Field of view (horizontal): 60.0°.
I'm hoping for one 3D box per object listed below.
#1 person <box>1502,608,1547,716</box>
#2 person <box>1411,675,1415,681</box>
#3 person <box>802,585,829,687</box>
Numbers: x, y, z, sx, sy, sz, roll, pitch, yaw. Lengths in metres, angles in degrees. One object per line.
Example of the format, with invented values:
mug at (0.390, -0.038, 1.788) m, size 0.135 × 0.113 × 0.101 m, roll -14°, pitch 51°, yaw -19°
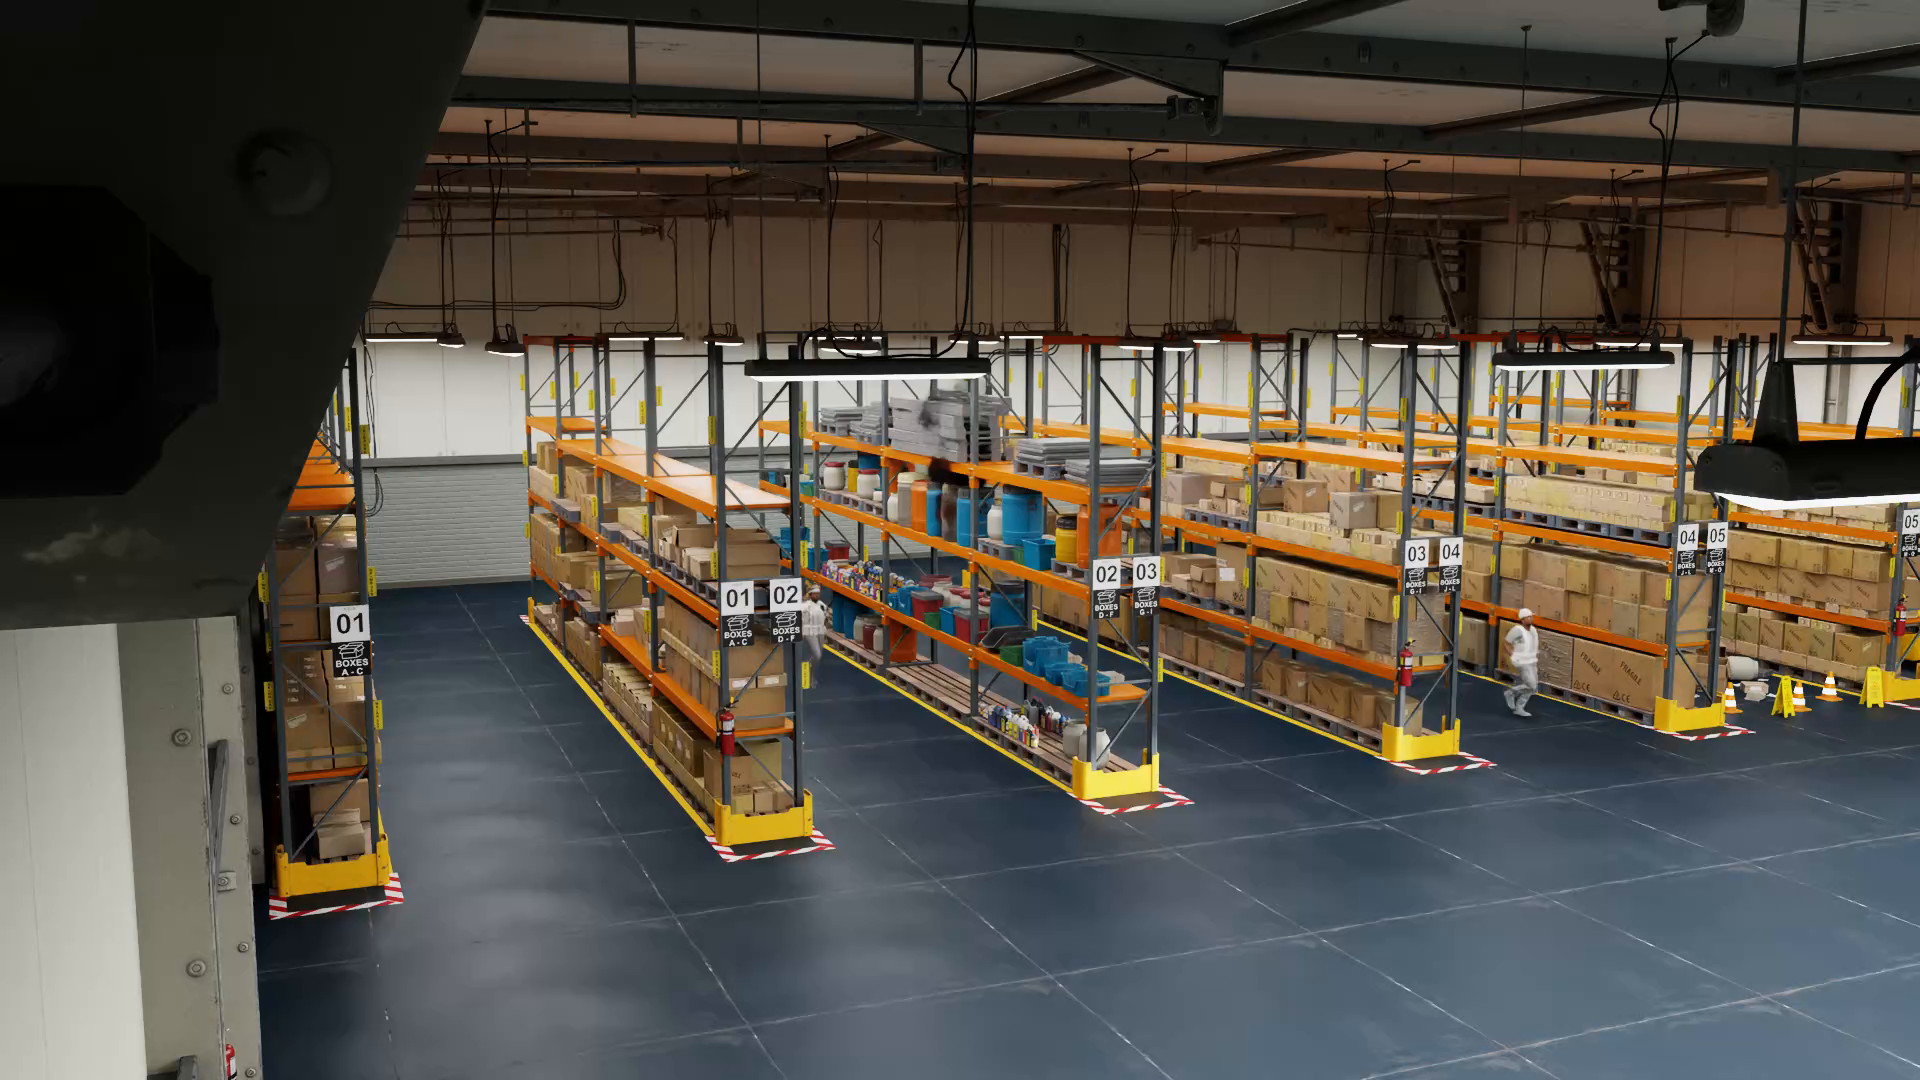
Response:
person at (9.022, 1.955, 26.493) m, size 0.683 × 1.734 × 0.592 m, roll -6°, pitch 10°, yaw -39°
person at (7.770, 1.620, 29.360) m, size 0.594 × 1.743 × 0.729 m, roll -4°, pitch 8°, yaw -27°
person at (-2.383, 1.583, 27.369) m, size 0.545 × 1.713 × 0.629 m, roll -6°, pitch 10°, yaw -39°
